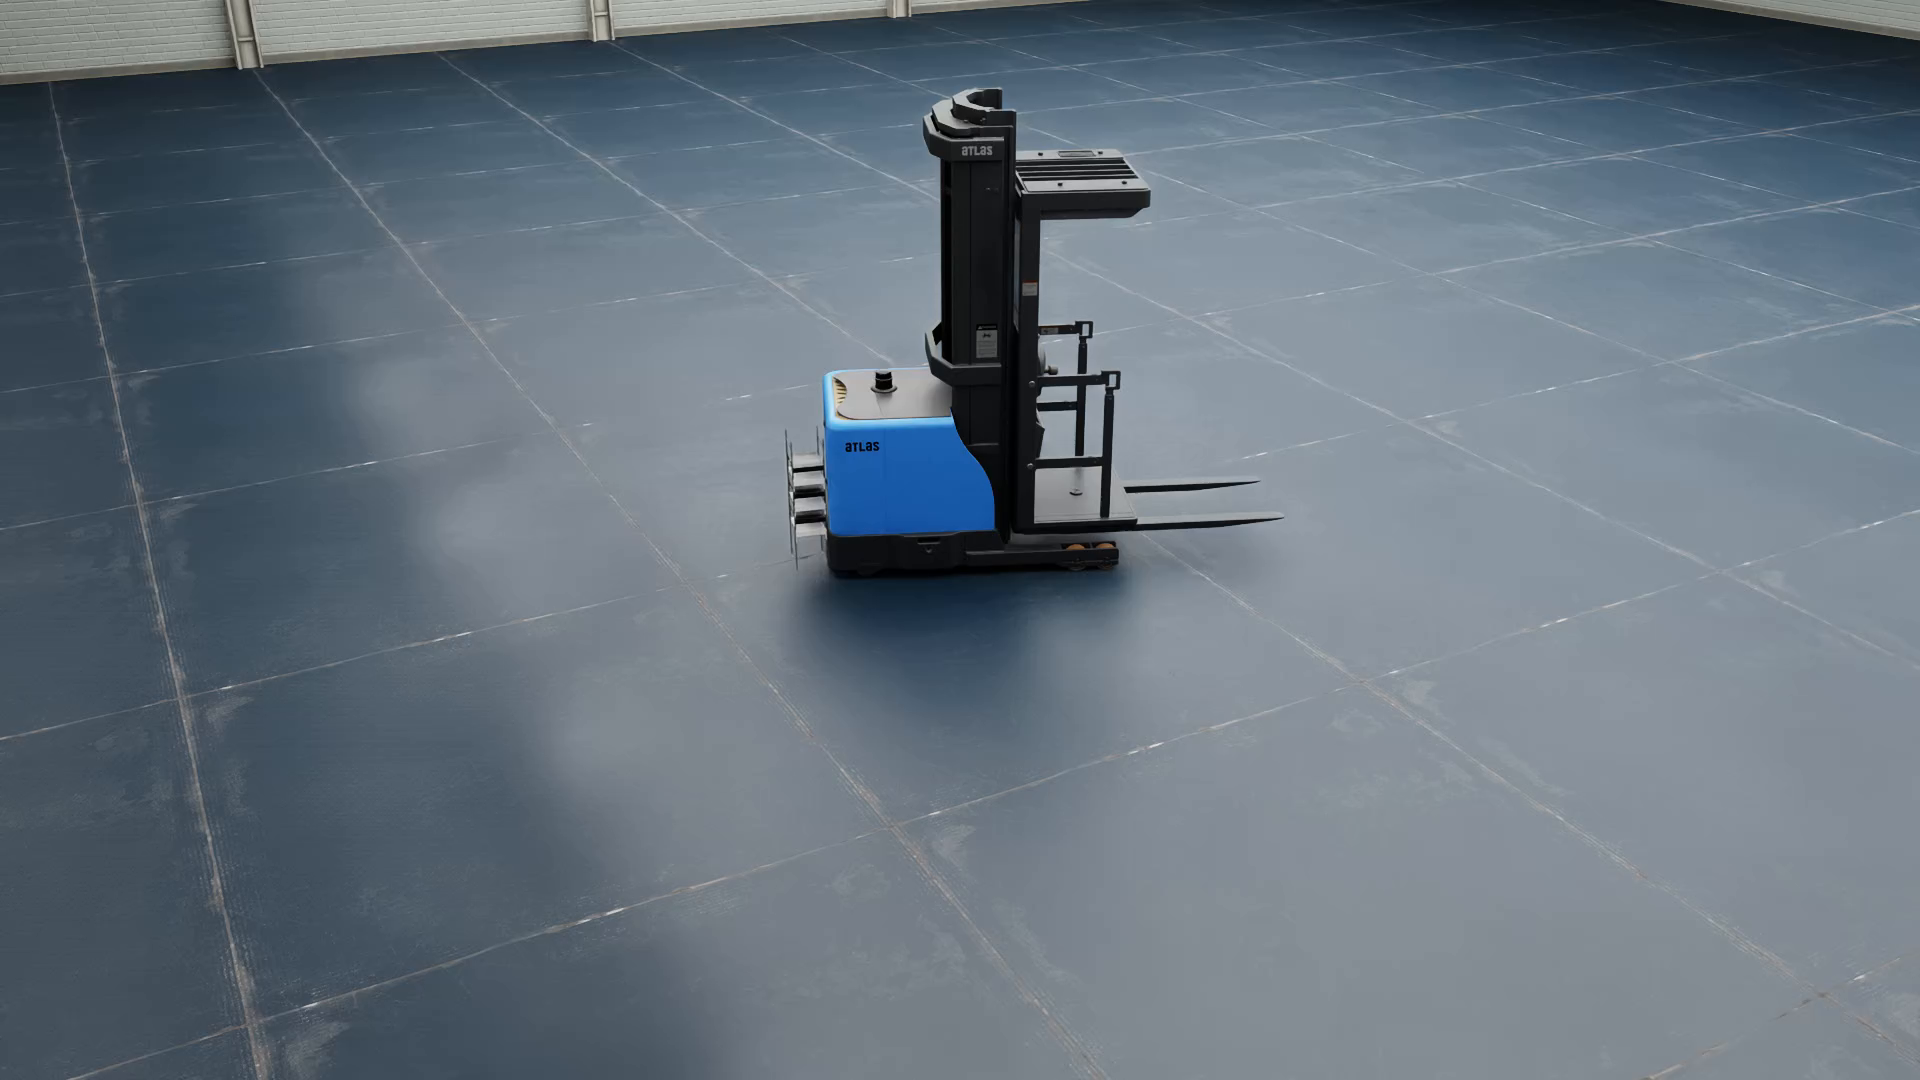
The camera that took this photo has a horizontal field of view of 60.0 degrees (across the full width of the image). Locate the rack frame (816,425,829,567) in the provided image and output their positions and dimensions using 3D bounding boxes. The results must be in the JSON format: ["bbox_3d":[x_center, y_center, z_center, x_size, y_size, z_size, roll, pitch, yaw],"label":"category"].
[{"bbox_3d":[-0.893,-0.282,10.797,0.006,0.900,0.240,-6,26,-13],"label":"rack frame"}]

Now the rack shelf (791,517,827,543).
[{"bbox_3d":[-0.991,-0.079,10.867,0.200,0.077,0.258,-6,26,-13],"label":"rack shelf"}]

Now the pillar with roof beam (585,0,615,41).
[{"bbox_3d":[-4.470,-11.492,24.789,0.400,9.000,9.100,-13,29,-25],"label":"pillar with roof beam"}]

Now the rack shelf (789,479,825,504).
[{"bbox_3d":[-0.991,-0.322,10.750,0.200,0.077,0.258,-6,26,-13],"label":"rack shelf"}]

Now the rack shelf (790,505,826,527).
[{"bbox_3d":[-0.991,-0.160,10.828,0.200,0.077,0.258,-6,26,-13],"label":"rack shelf"}]

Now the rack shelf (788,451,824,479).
[{"bbox_3d":[-0.991,-0.484,10.672,0.200,0.077,0.258,-6,26,-13],"label":"rack shelf"}]

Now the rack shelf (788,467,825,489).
[{"bbox_3d":[-0.991,-0.403,10.711,0.200,0.077,0.258,-6,26,-13],"label":"rack shelf"}]

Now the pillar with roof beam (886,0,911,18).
[{"bbox_3d":[0.824,-12.714,27.334,0.400,9.000,9.100,-13,29,-25],"label":"pillar with roof beam"}]

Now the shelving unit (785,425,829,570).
[{"bbox_3d":[-0.991,-0.271,10.774,0.210,0.900,0.258,-6,26,-13],"label":"shelving unit"}]

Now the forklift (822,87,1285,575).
[{"bbox_3d":[0.620,-1.349,10.672,3.031,2.935,1.130,-3,26,-5],"label":"forklift"}]

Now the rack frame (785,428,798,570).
[{"bbox_3d":[-1.090,-0.260,10.752,0.006,0.900,0.240,-6,26,-13],"label":"rack frame"}]

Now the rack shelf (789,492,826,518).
[{"bbox_3d":[-0.991,-0.241,10.789,0.200,0.077,0.258,-6,26,-13],"label":"rack shelf"}]

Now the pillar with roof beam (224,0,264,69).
[{"bbox_3d":[-9.764,-10.270,22.244,0.400,9.000,9.100,-13,29,-25],"label":"pillar with roof beam"}]
